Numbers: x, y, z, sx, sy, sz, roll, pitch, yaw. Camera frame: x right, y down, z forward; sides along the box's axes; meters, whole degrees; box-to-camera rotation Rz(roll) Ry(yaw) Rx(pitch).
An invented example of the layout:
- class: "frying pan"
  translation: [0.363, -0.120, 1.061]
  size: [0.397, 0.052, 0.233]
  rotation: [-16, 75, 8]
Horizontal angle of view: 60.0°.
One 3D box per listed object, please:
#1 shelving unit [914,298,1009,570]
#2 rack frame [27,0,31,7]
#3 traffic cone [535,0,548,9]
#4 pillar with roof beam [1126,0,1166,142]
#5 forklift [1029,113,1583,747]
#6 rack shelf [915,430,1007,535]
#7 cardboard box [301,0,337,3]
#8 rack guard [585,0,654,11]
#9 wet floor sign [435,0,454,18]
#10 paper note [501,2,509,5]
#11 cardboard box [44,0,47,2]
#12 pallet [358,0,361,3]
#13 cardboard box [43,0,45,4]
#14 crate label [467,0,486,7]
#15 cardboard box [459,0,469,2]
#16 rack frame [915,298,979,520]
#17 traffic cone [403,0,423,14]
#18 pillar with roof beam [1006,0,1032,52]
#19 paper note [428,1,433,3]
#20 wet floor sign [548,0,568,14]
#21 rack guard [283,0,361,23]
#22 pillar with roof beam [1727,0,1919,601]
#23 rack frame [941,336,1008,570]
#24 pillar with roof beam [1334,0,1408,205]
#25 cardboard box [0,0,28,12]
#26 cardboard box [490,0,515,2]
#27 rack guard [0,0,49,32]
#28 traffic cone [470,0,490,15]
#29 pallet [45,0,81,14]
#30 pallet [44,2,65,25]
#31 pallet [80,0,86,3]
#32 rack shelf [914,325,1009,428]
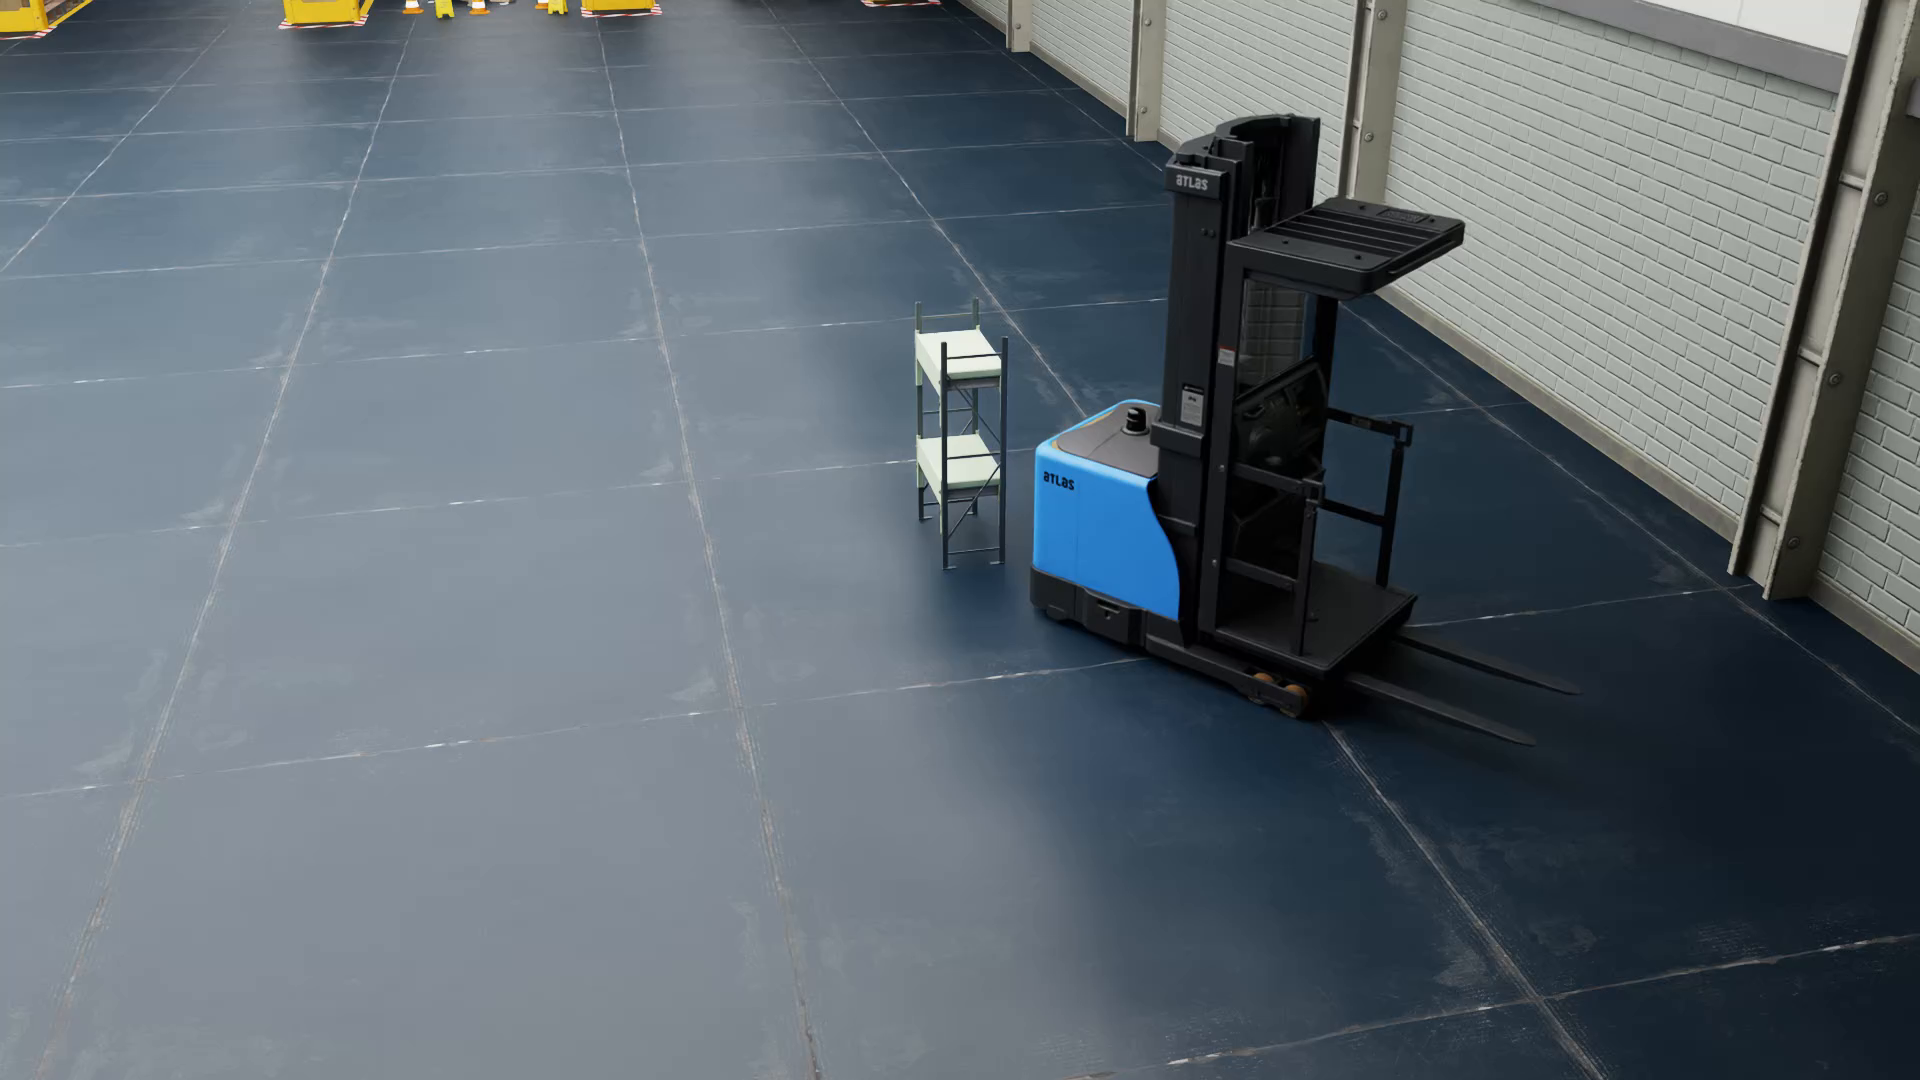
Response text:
- class: "shelving unit"
  translation: [0.002, -0.667, 10.406]
  size: [0.431, 1.500, 0.755]
  rotation: [-6, 27, -12]
- class: "rack frame"
  translation: [-15.647, -9.702, 26.643]
  size: [1.000, 3.000, 0.127]
  rotation: [-6, 27, -12]
- class: "traffic cone"
  translation: [-7.346, -9.634, 29.323]
  size: [0.336, 0.463, 0.334]
  rotation: [-6, 27, -12]
- class: "pillar with roof beam"
  translation: [-1.925, -8.584, 17.771]
  size: [9.100, 9.000, 0.400]
  rotation: [-6, 27, -12]
- class: "forklift"
  translation: [1.876, -0.636, 8.757]
  size: [3.031, 2.935, 1.130]
  rotation: [20, 33, 34]
- class: "rack shelf"
  translation: [0.002, -0.376, 10.553]
  size: [0.431, 0.370, 0.720]
  rotation: [-6, 27, -12]
- class: "cardboard box"
  translation: [-11.009, -9.691, 28.514]
  size: [0.875, 0.875, 0.875]
  rotation: [-6, 27, -11]
- class: "rack guard"
  translation: [-6.009, -9.626, 29.267]
  size: [1.175, 0.500, 0.348]
  rotation: [-6, 27, -12]
- class: "wet floor sign"
  translation: [-8.856, -9.299, 28.457]
  size: [0.267, 0.644, 0.232]
  rotation: [-11, 29, -20]
- class: "paper note"
  translation: [-8.144, -9.596, 29.728]
  size: [0.148, 0.019, 0.142]
  rotation: [-16, 31, -29]
- class: "cardboard box"
  translation: [-16.062, -9.585, 28.720]
  size: [0.500, 0.500, 0.500]
  rotation: [-3, 27, -7]
- class: "pallet"
  translation: [-11.320, -9.794, 29.920]
  size: [1.003, 0.211, 1.213]
  rotation: [-6, 27, -12]
- class: "cardboard box"
  translation: [-15.939, -9.309, 28.172]
  size: [0.500, 0.500, 0.500]
  rotation: [1, 27, 2]
- class: "crate label"
  translation: [-8.588, -9.565, 29.549]
  size: [0.250, 0.136, 0.298]
  rotation: [-23, 35, -38]
- class: "cardboard box"
  translation: [-8.854, -10.108, 30.218]
  size: [0.637, 0.503, 0.797]
  rotation: [19, 32, 32]
- class: "rack frame"
  translation: [-0.081, -0.827, 10.725]
  size: [0.400, 1.500, 0.023]
  rotation: [-6, 27, -12]
- class: "traffic cone"
  translation: [-9.528, -9.406, 28.873]
  size: [0.336, 0.463, 0.334]
  rotation: [-6, 27, -12]
- class: "pillar with roof beam"
  translation: [-3.278, -11.218, 22.989]
  size: [9.100, 9.000, 0.400]
  rotation: [-6, 27, -12]
- class: "paper note"
  translation: [-9.482, -9.678, 29.892]
  size: [0.144, 0.017, 0.142]
  rotation: [3, 27, 6]
- class: "wet floor sign"
  translation: [-6.992, -9.465, 28.787]
  size: [0.267, 0.644, 0.232]
  rotation: [3, 27, 6]
- class: "rack guard"
  translation: [-10.786, -9.035, 28.096]
  size: [1.175, 0.500, 0.348]
  rotation: [-6, 27, -12]
- class: "pillar with roof beam"
  translation: [0.779, -3.316, 7.334]
  size: [9.100, 9.000, 0.400]
  rotation: [-6, 27, -12]
- class: "rack frame"
  translation: [0.084, -0.506, 10.088]
  size: [0.400, 1.500, 0.023]
  rotation: [-6, 27, -12]
- class: "pillar with roof beam"
  translation: [-0.573, -5.950, 12.552]
  size: [9.100, 9.000, 0.400]
  rotation: [-6, 27, -12]
- class: "cardboard box"
  translation: [-15.771, -9.050, 27.659]
  size: [0.500, 0.500, 0.500]
  rotation: [-1, 27, -2]
- class: "cardboard box"
  translation: [-8.255, -9.806, 30.013]
  size: [0.380, 0.149, 0.250]
  rotation: [8, 28, 15]
- class: "rack guard"
  translation: [-15.664, -8.620, 27.273]
  size: [1.175, 0.500, 0.348]
  rotation: [-6, 27, -12]
- class: "traffic cone"
  translation: [-8.350, -9.372, 28.804]
  size: [0.336, 0.463, 0.334]
  rotation: [-6, 27, -12]
- class: "pallet"
  translation: [-16.084, -9.385, 29.111]
  size: [1.003, 0.211, 1.213]
  rotation: [-6, 27, -12]
- class: "pallet"
  translation: [-15.813, -8.851, 28.052]
  size: [1.003, 0.211, 1.213]
  rotation: [-6, 27, -12]
- class: "pallet"
  translation: [-16.363, -9.922, 30.174]
  size: [1.003, 0.211, 1.213]
  rotation: [-6, 27, -12]
- class: "rack shelf"
  translation: [0.002, -1.015, 10.230]
  size: [0.431, 0.370, 0.720]
  rotation: [-6, 27, -12]
